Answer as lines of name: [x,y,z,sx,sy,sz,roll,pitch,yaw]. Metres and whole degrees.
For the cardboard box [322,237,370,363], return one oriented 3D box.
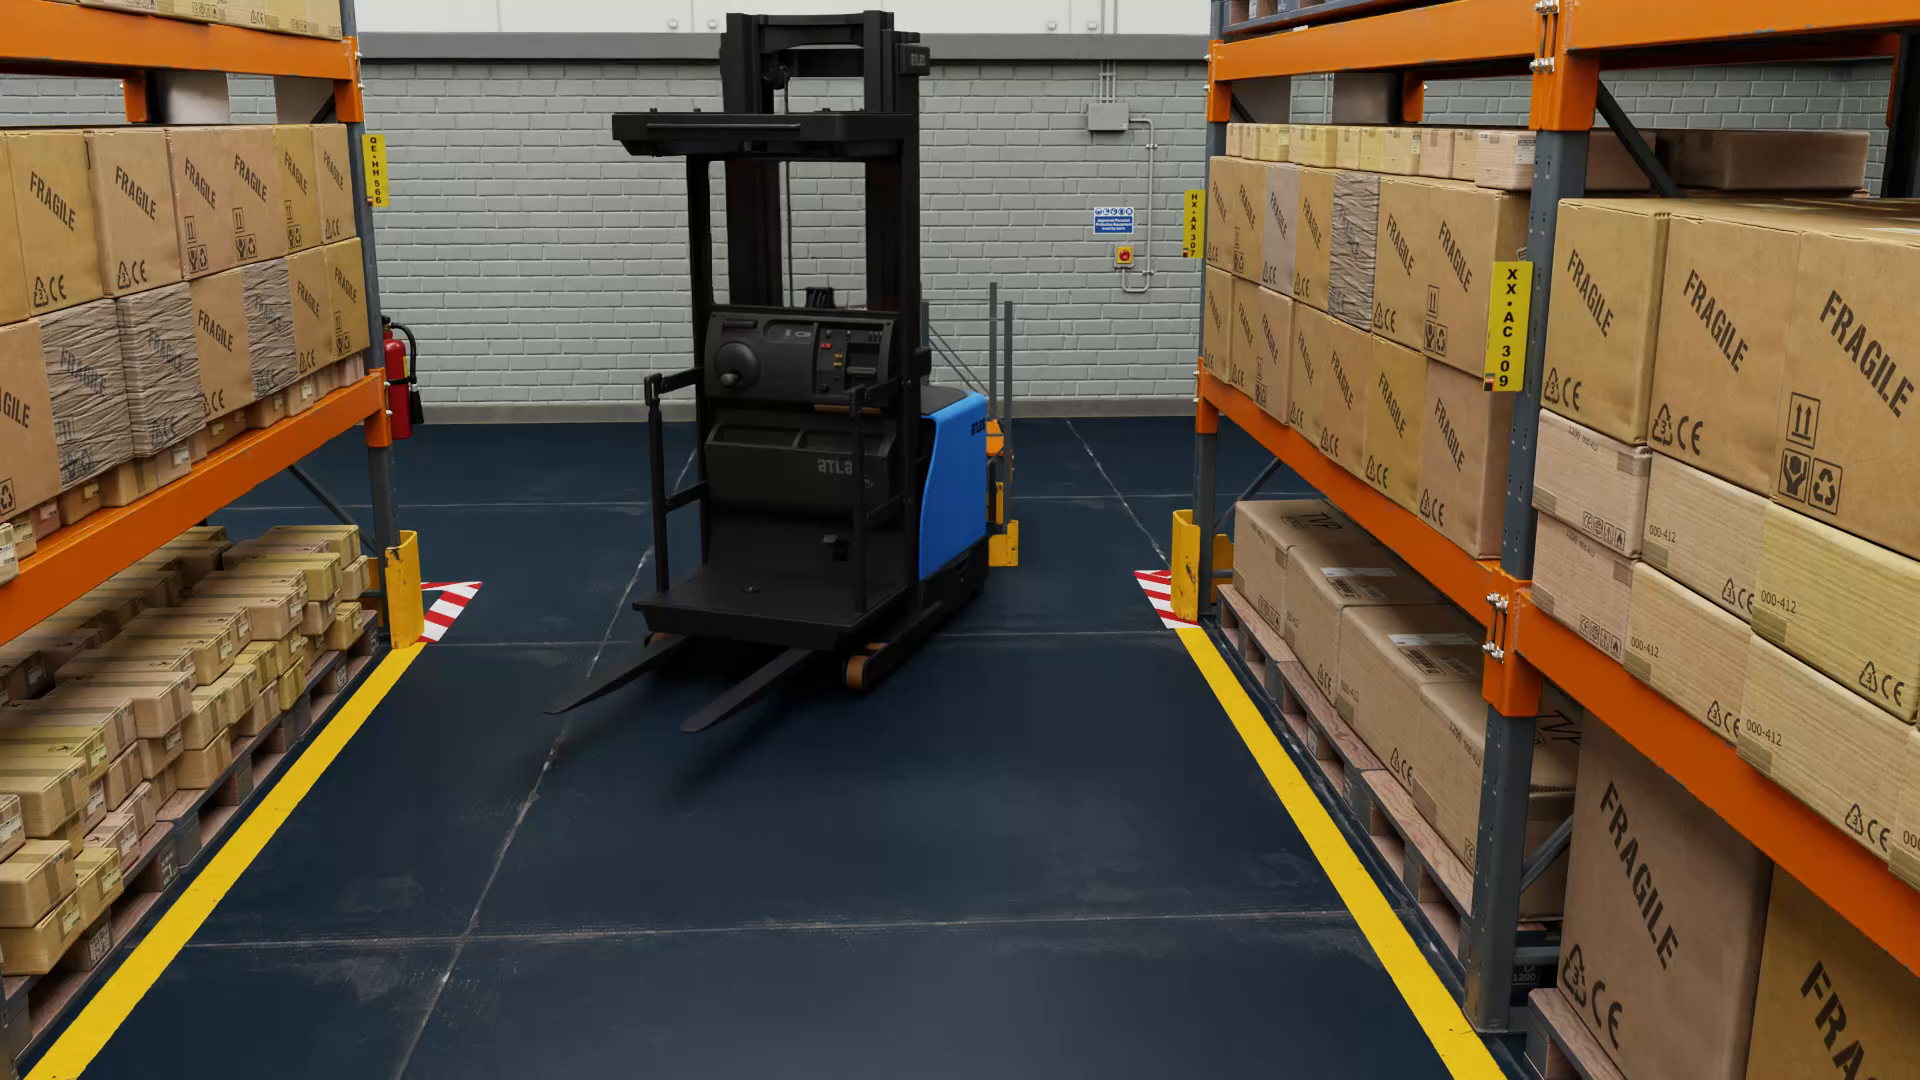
cardboard box: [-2.959,-1.068,7.358,0.500,0.500,0.500,-1,14,-2]

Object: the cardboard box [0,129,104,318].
cardboard box: [-2.828,-0.909,4.737,0.500,0.500,0.500,-1,14,-5]

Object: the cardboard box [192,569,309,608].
cardboard box: [-2.904,0.225,6.816,0.380,0.149,0.250,-1,15,-6]

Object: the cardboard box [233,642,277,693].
cardboard box: [-2.850,0.499,6.349,0.380,0.149,0.250,0,14,-1]

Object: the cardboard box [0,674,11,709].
cardboard box: [-3.403,0.560,5.514,0.380,0.149,0.250,-2,15,-6]

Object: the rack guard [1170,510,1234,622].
rack guard: [1.689,0.120,8.556,1.175,0.500,0.348,-1,14,-3]

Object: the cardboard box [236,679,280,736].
cardboard box: [-2.852,0.643,6.384,0.380,0.149,0.250,-1,14,-2]

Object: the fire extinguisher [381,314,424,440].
fire extinguisher: [-2.799,-0.835,8.154,0.296,0.674,0.183,-1,14,-3]

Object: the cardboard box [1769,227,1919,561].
cardboard box: [1.766,-0.258,2.800,0.500,0.500,0.500,-1,14,-5]

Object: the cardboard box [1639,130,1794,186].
cardboard box: [2.146,-1.082,4.705,0.380,0.149,0.250,-1,14,-3]

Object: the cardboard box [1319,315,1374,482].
cardboard box: [1.571,-0.502,5.758,0.500,0.500,0.500,-1,14,-4]

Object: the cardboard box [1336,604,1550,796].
cardboard box: [1.951,0.567,6.101,0.875,0.438,0.875,-1,14,-5]

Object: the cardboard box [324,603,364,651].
cardboard box: [-2.886,0.384,7.391,0.380,0.149,0.250,0,14,-2]

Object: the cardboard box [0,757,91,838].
cardboard box: [-2.768,0.743,4.804,0.380,0.149,0.250,0,14,-1]

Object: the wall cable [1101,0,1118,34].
wall cable: [1.057,-5.400,12.955,0.463,3.000,0.029,-1,14,-3]

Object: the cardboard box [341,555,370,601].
cardboard box: [-2.926,0.177,7.600,0.380,0.149,0.250,-1,14,-5]

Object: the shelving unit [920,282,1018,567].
shelving unit: [0.005,-0.707,9.766,0.587,1.500,1.083,-1,14,-3]

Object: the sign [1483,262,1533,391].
sign: [1.385,-0.538,4.203,0.100,0.325,0.005,-1,14,-3]

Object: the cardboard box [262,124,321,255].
cardboard box: [-2.936,-1.424,6.735,0.500,0.500,0.500,-1,14,-5]

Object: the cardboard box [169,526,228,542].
cardboard box: [-3.550,0.042,7.529,0.380,0.149,0.250,-2,15,-6]

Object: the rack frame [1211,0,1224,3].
rack frame: [1.691,-3.990,7.474,1.000,3.000,0.127,-1,14,-3]

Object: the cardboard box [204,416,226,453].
cardboard box: [-2.917,-0.397,6.054,0.380,0.149,0.250,-1,14,-2]

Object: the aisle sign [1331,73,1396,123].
aisle sign: [1.996,-2.366,7.986,0.394,0.787,0.004,-1,14,-3]

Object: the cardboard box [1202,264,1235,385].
cardboard box: [1.434,-1.009,7.728,0.500,0.500,0.500,-1,14,-4]

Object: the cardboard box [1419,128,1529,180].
cardboard box: [1.654,-1.200,5.162,0.380,0.149,0.250,-1,14,-4]

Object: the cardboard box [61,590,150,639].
cardboard box: [-3.420,0.303,6.515,0.380,0.149,0.250,0,14,-1]

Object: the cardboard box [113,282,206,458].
cardboard box: [-2.808,-0.556,5.372,0.500,0.500,0.500,-1,14,-5]

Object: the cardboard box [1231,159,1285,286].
cardboard box: [1.475,-1.365,7.104,0.500,0.500,0.500,-1,14,-5]

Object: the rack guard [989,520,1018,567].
rack guard: [0.036,0.022,9.440,0.587,0.250,0.087,-1,14,-3]

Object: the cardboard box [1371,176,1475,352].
cardboard box: [1.610,-0.862,5.148,0.500,0.500,0.500,-1,14,-4]

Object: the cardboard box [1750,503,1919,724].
cardboard box: [1.749,0.110,2.878,0.500,0.250,0.500,-1,14,-3]

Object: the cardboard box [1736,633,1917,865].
cardboard box: [1.752,0.353,2.936,0.500,0.250,0.500,-1,14,-4]

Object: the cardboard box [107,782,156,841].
cardboard box: [-2.847,0.904,5.371,0.380,0.149,0.250,-1,14,-5]

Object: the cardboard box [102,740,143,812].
cardboard box: [-2.869,0.761,5.329,0.380,0.149,0.250,-2,15,-6]

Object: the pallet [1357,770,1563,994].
pallet: [1.969,1.070,5.442,1.003,0.211,1.213,-1,14,-3]

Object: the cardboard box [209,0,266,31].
cardboard box: [-2.895,-2.004,6.075,0.500,0.250,0.500,0,14,-1]

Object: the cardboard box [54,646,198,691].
cardboard box: [-2.906,0.485,5.806,0.380,0.149,0.250,-1,15,-6]

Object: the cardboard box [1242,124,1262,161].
cardboard box: [1.425,-1.708,7.137,0.380,0.149,0.250,0,14,-2]

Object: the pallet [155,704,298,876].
pallet: [-3.151,0.892,6.137,1.003,0.211,1.213,-1,14,-3]

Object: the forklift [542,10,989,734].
forklift: [-0.817,-0.858,7.479,1.130,2.935,3.031,5,15,19]

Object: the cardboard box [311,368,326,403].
cardboard box: [-2.933,-0.660,7.076,0.380,0.149,0.250,-1,14,-4]

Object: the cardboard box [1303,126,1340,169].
cardboard box: [1.490,-1.452,6.142,0.380,0.149,0.250,-1,14,-5]

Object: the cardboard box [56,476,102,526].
cardboard box: [-2.857,-0.138,5.048,0.380,0.149,0.250,-2,15,-6]

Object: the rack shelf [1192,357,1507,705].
rack shelf: [1.815,-0.239,6.378,1.077,0.370,4.000,-1,14,-3]
